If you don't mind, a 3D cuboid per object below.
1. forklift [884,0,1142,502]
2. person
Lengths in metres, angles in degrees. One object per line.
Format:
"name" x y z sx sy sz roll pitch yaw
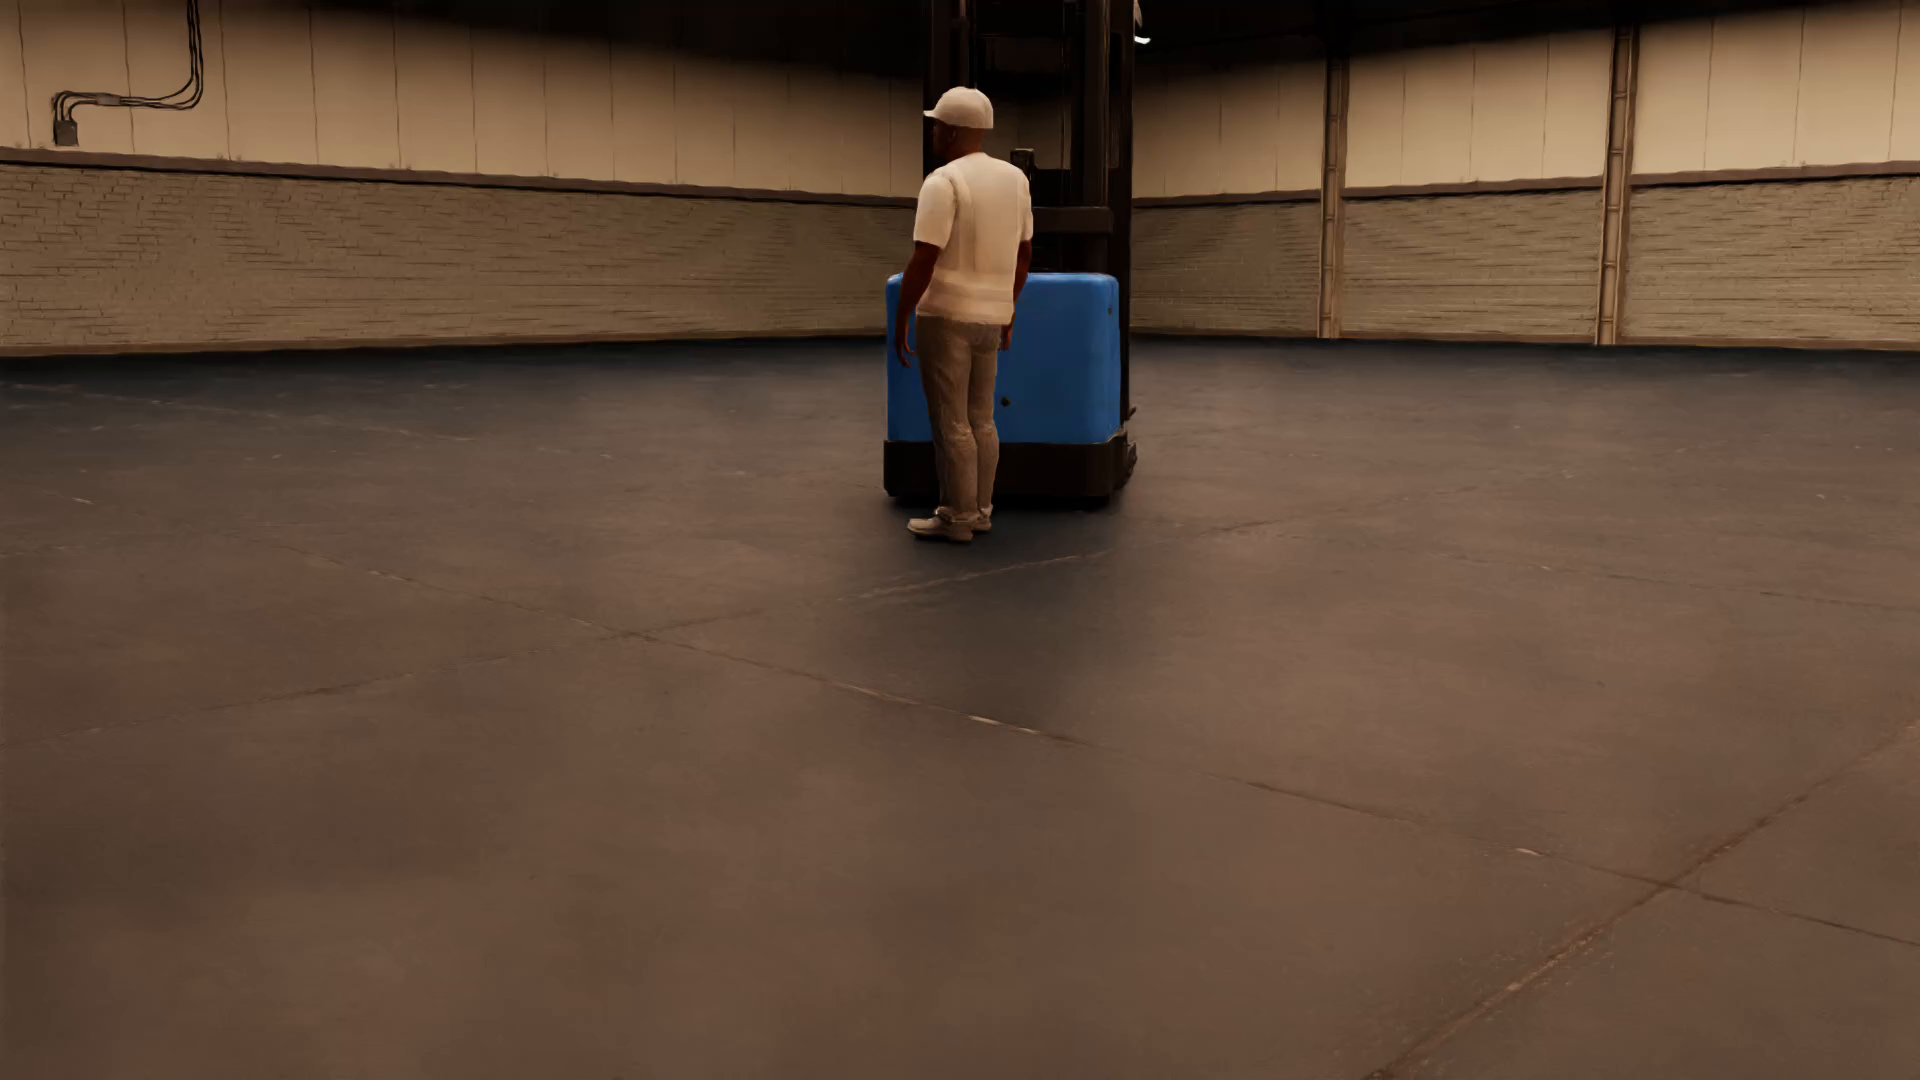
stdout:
"forklift" 0.389 -1.811 8.898 1.130 2.935 3.031 1 9 9
"person" -0.046 -0.888 6.636 0.576 1.766 0.665 8 12 43
